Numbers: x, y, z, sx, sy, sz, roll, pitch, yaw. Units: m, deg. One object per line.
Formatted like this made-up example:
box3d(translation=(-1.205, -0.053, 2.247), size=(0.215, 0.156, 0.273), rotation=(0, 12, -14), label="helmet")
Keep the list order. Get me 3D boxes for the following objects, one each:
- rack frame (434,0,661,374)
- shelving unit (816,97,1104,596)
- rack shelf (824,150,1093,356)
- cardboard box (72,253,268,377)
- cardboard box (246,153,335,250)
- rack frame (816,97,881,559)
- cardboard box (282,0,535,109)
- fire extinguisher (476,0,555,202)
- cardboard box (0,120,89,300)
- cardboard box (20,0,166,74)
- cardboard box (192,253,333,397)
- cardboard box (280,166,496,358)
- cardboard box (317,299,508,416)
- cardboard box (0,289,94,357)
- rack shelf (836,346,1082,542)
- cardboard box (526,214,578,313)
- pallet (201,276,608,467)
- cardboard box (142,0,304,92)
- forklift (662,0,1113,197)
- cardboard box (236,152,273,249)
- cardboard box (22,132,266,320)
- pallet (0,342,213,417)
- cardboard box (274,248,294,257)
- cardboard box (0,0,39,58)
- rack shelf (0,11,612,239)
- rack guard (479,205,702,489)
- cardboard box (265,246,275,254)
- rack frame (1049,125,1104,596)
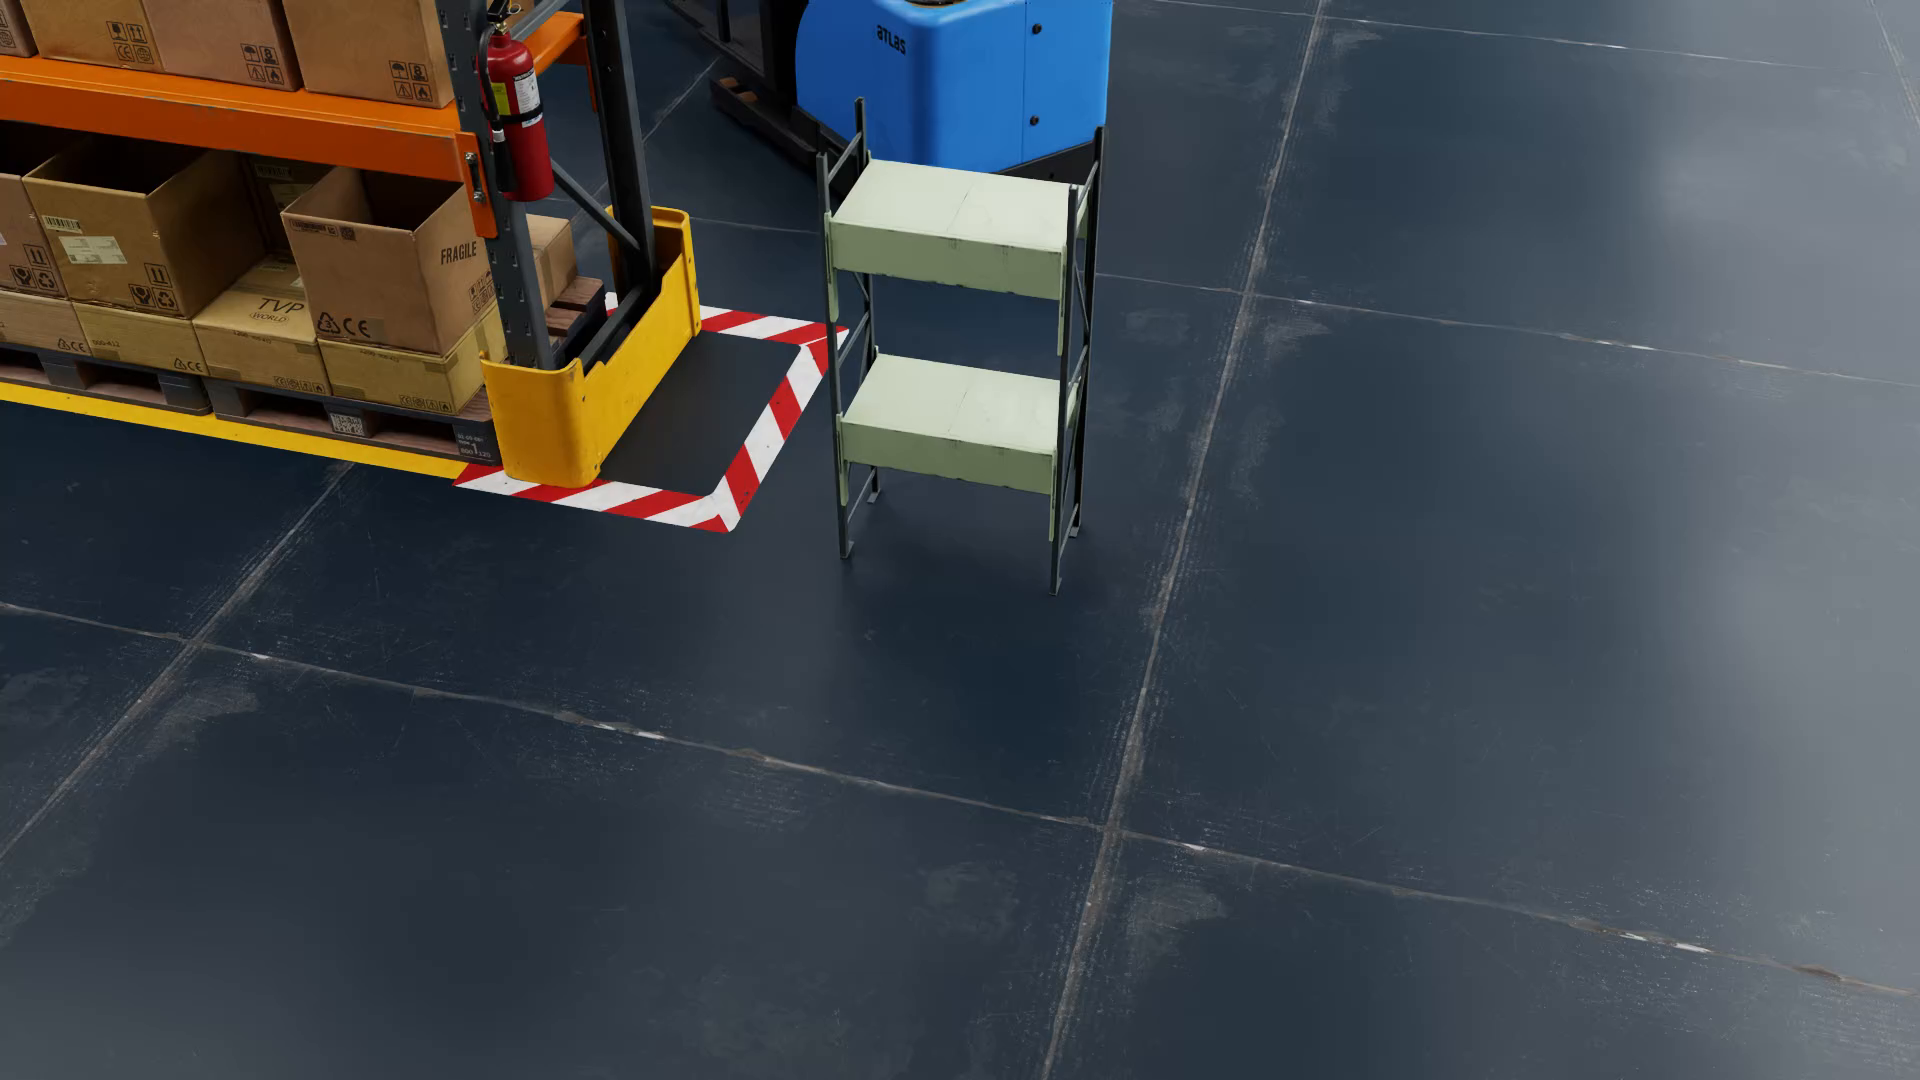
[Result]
box3d(translation=(-1.380, -1.718, 5.463), size=(0.127, 3.000, 1.000), rotation=(10, 41, 11), label="rack frame")
box3d(translation=(0.006, -0.573, 5.266), size=(0.755, 1.500, 0.431), rotation=(10, 41, 11), label="shelving unit")
box3d(translation=(0.006, -0.872, 5.015), size=(0.720, 0.370, 0.431), rotation=(10, 41, 11), label="rack shelf")
box3d(translation=(-2.944, -0.889, 6.288), size=(0.500, 0.250, 0.500), rotation=(10, 41, 11), label="cardboard box")
box3d(translation=(-2.324, -1.422, 6.339), size=(0.500, 0.500, 0.500), rotation=(10, 41, 11), label="cardboard box")
box3d(translation=(-0.347, -0.634, 5.339), size=(0.023, 1.500, 0.400), rotation=(10, 41, 11), label="rack frame")
box3d(translation=(-1.828, -1.842, 5.533), size=(0.500, 0.500, 0.700), rotation=(10, 41, 11), label="cardboard box")
box3d(translation=(-1.386, -1.380, 5.121), size=(0.183, 0.674, 0.296), rotation=(10, 41, 11), label="fire extinguisher")
box3d(translation=(-3.427, -1.258, 6.144), size=(0.500, 0.500, 0.500), rotation=(10, 41, 11), label="cardboard box")
box3d(translation=(-2.814, -2.012, 5.736), size=(0.500, 0.500, 0.700), rotation=(10, 41, 12), label="cardboard box")
box3d(translation=(-2.460, -0.807, 6.190), size=(0.500, 0.250, 0.500), rotation=(10, 41, 11), label="cardboard box")
box3d(translation=(-1.975, -1.017, 5.857), size=(0.500, 0.500, 0.500), rotation=(10, 41, 11), label="cardboard box")
box3d(translation=(-1.974, -0.731, 6.100), size=(0.500, 0.250, 0.500), rotation=(10, 41, 11), label="cardboard box")
box3d(translation=(-3.426, -0.973, 6.388), size=(0.500, 0.250, 0.500), rotation=(10, 41, 11), label="cardboard box")
box3d(translation=(0.006, -0.324, 5.476), size=(0.720, 0.370, 0.431), rotation=(10, 41, 11), label="rack shelf")
box3d(translation=(-1.840, -1.053, 6.483), size=(0.500, 0.250, 0.500), rotation=(10, 41, 11), label="cardboard box")
box3d(translation=(-2.129, -0.751, 6.480), size=(1.213, 0.211, 1.003), rotation=(10, 41, 11), label="pallet")
box3d(translation=(-2.336, -1.926, 5.633), size=(0.500, 0.500, 0.700), rotation=(11, 41, 13), label="cardboard box")
box3d(translation=(-0.583, -3.312, 7.414), size=(1.130, 2.935, 3.031), rotation=(-24, 46, -26), label="forklift")
box3d(translation=(-2.810, -1.497, 6.429), size=(0.500, 0.500, 0.500), rotation=(10, 41, 11), label="cardboard box")
box3d(translation=(-2.945, -1.174, 6.044), size=(0.500, 0.500, 0.500), rotation=(10, 41, 11), label="cardboard box")
box3d(translation=(-3.304, -0.955, 6.723), size=(1.213, 0.211, 1.003), rotation=(10, 41, 11), label="pallet")
box3d(translation=(-2.324, -1.134, 6.579), size=(0.500, 0.250, 0.500), rotation=(10, 41, 11), label="cardboard box")
box3d(translation=(-3.324, -2.097, 5.837), size=(0.500, 0.500, 0.700), rotation=(11, 41, 13), label="cardboard box")
box3d(translation=(-3.312, -1.775, 6.090), size=(4.000, 0.370, 1.077), rotation=(10, 41, 11), label="rack shelf")
box3d(translation=(-1.357, -0.757, 6.262), size=(0.348, 0.500, 1.175), rotation=(10, 41, 11), label="rack guard")
box3d(translation=(-2.807, -1.217, 6.679), size=(0.500, 0.250, 0.500), rotation=(10, 41, 11), label="cardboard box")
box3d(translation=(0.360, -0.512, 5.194), size=(0.023, 1.500, 0.400), rotation=(10, 41, 11), label="rack frame")
